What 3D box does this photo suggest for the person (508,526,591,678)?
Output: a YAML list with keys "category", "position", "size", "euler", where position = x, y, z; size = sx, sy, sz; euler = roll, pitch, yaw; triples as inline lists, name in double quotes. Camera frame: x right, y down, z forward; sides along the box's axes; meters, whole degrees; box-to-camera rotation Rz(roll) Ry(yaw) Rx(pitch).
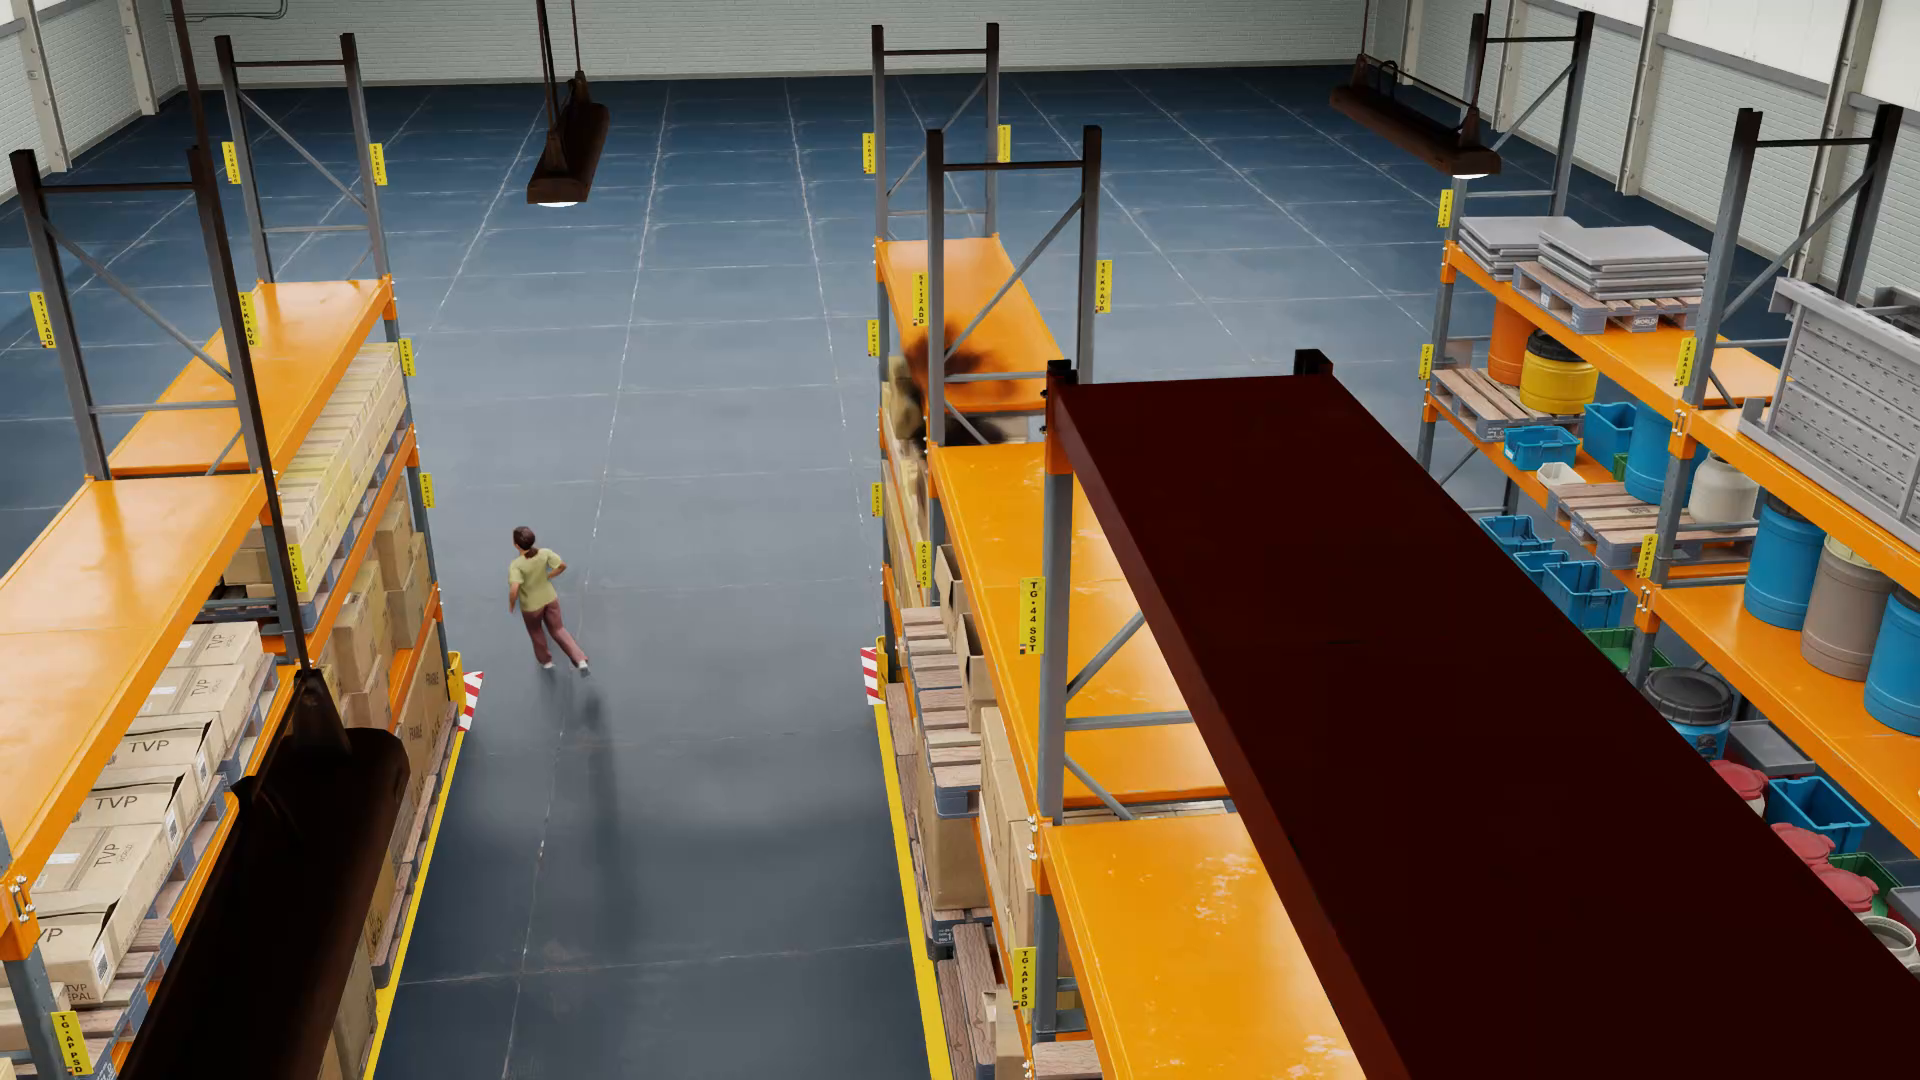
- category: "person"
  position: [-3.920, 0.590, 15.345]
  size: [0.635, 1.627, 0.930]
  euler: [-21, 32, -36]
